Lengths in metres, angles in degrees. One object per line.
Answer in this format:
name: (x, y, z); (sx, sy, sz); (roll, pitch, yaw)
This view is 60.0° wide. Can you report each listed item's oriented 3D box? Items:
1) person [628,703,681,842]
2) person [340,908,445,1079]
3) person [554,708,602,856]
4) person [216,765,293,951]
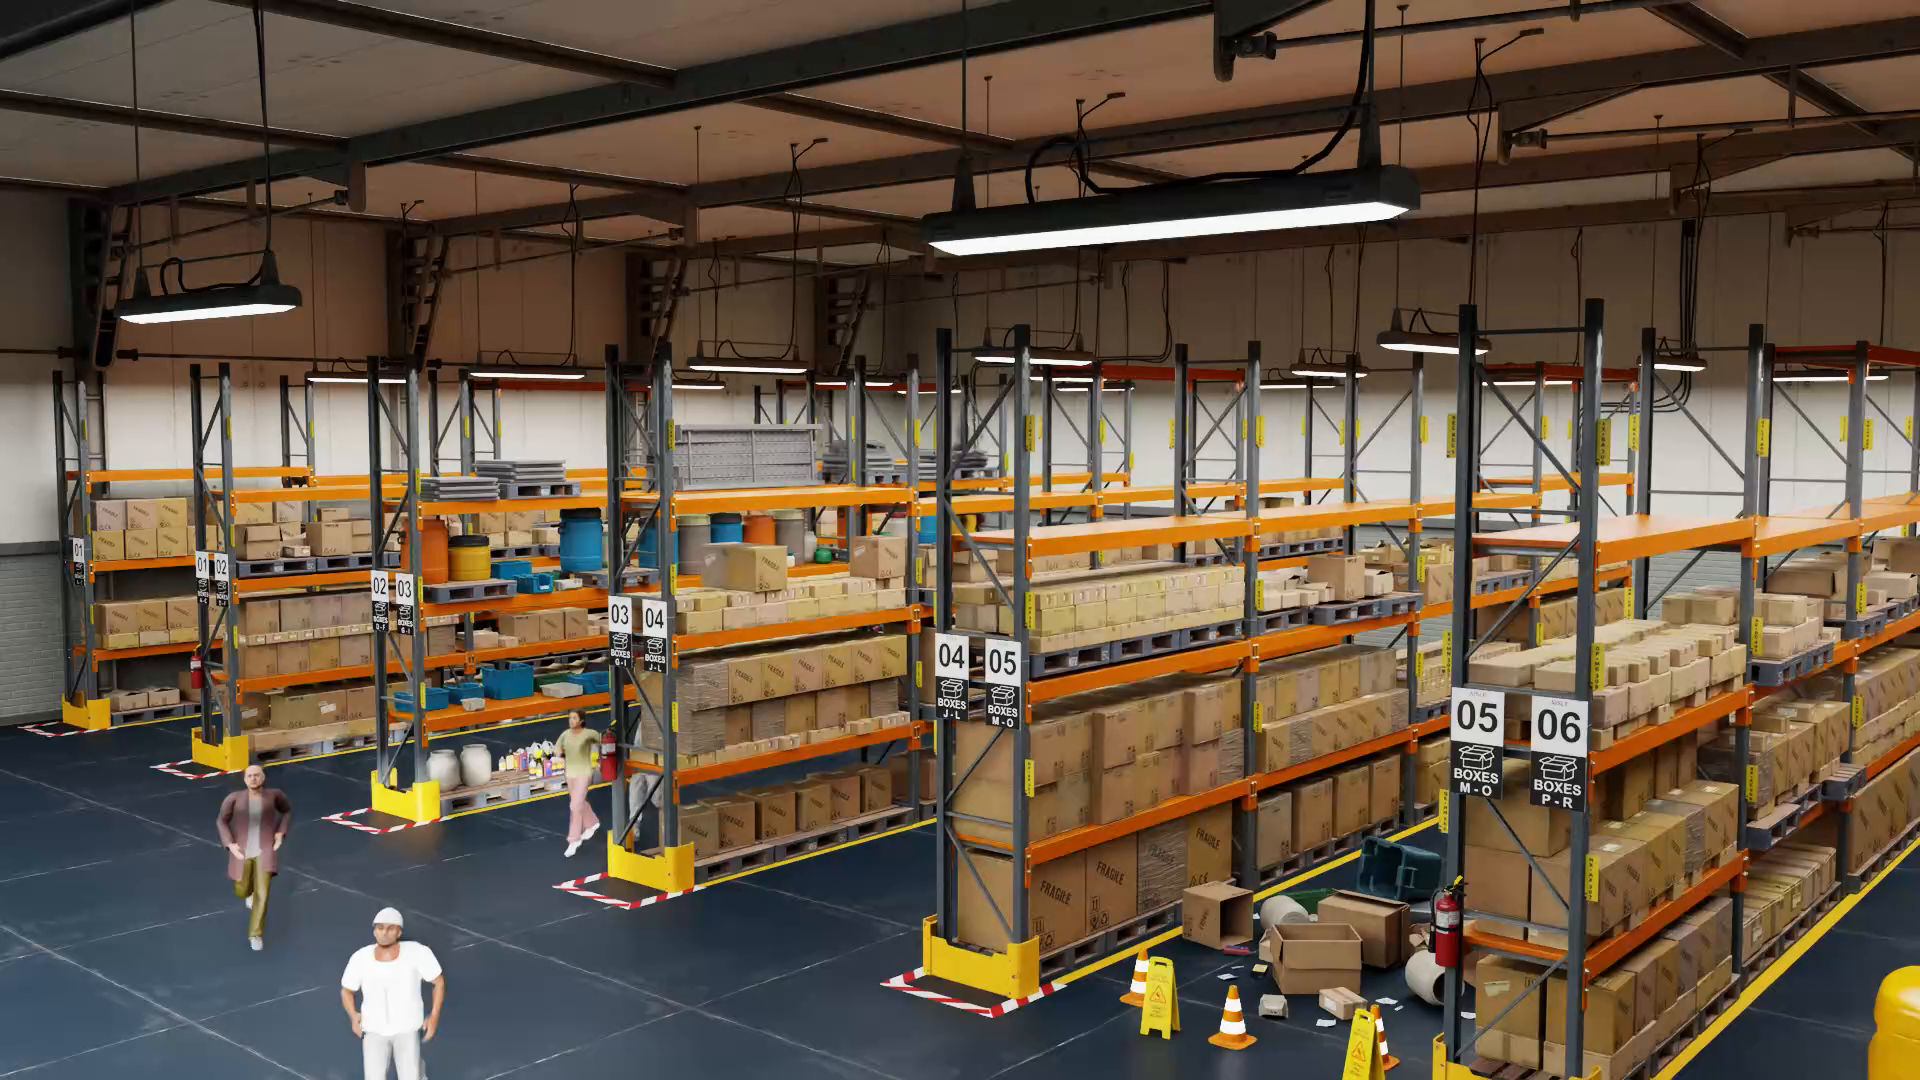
person: (-3.788, 2.798, 20.376); (0.668, 1.768, 0.963); (4, 6, 42)
person: (-4.058, 3.461, 11.895); (0.720, 1.707, 0.661); (-1, 4, -11)
person: (-4.592, 2.869, 20.061); (0.576, 1.721, 0.831); (2, 4, 22)
person: (-7.051, 3.120, 16.631); (0.701, 1.760, 1.020); (-1, 4, -16)
